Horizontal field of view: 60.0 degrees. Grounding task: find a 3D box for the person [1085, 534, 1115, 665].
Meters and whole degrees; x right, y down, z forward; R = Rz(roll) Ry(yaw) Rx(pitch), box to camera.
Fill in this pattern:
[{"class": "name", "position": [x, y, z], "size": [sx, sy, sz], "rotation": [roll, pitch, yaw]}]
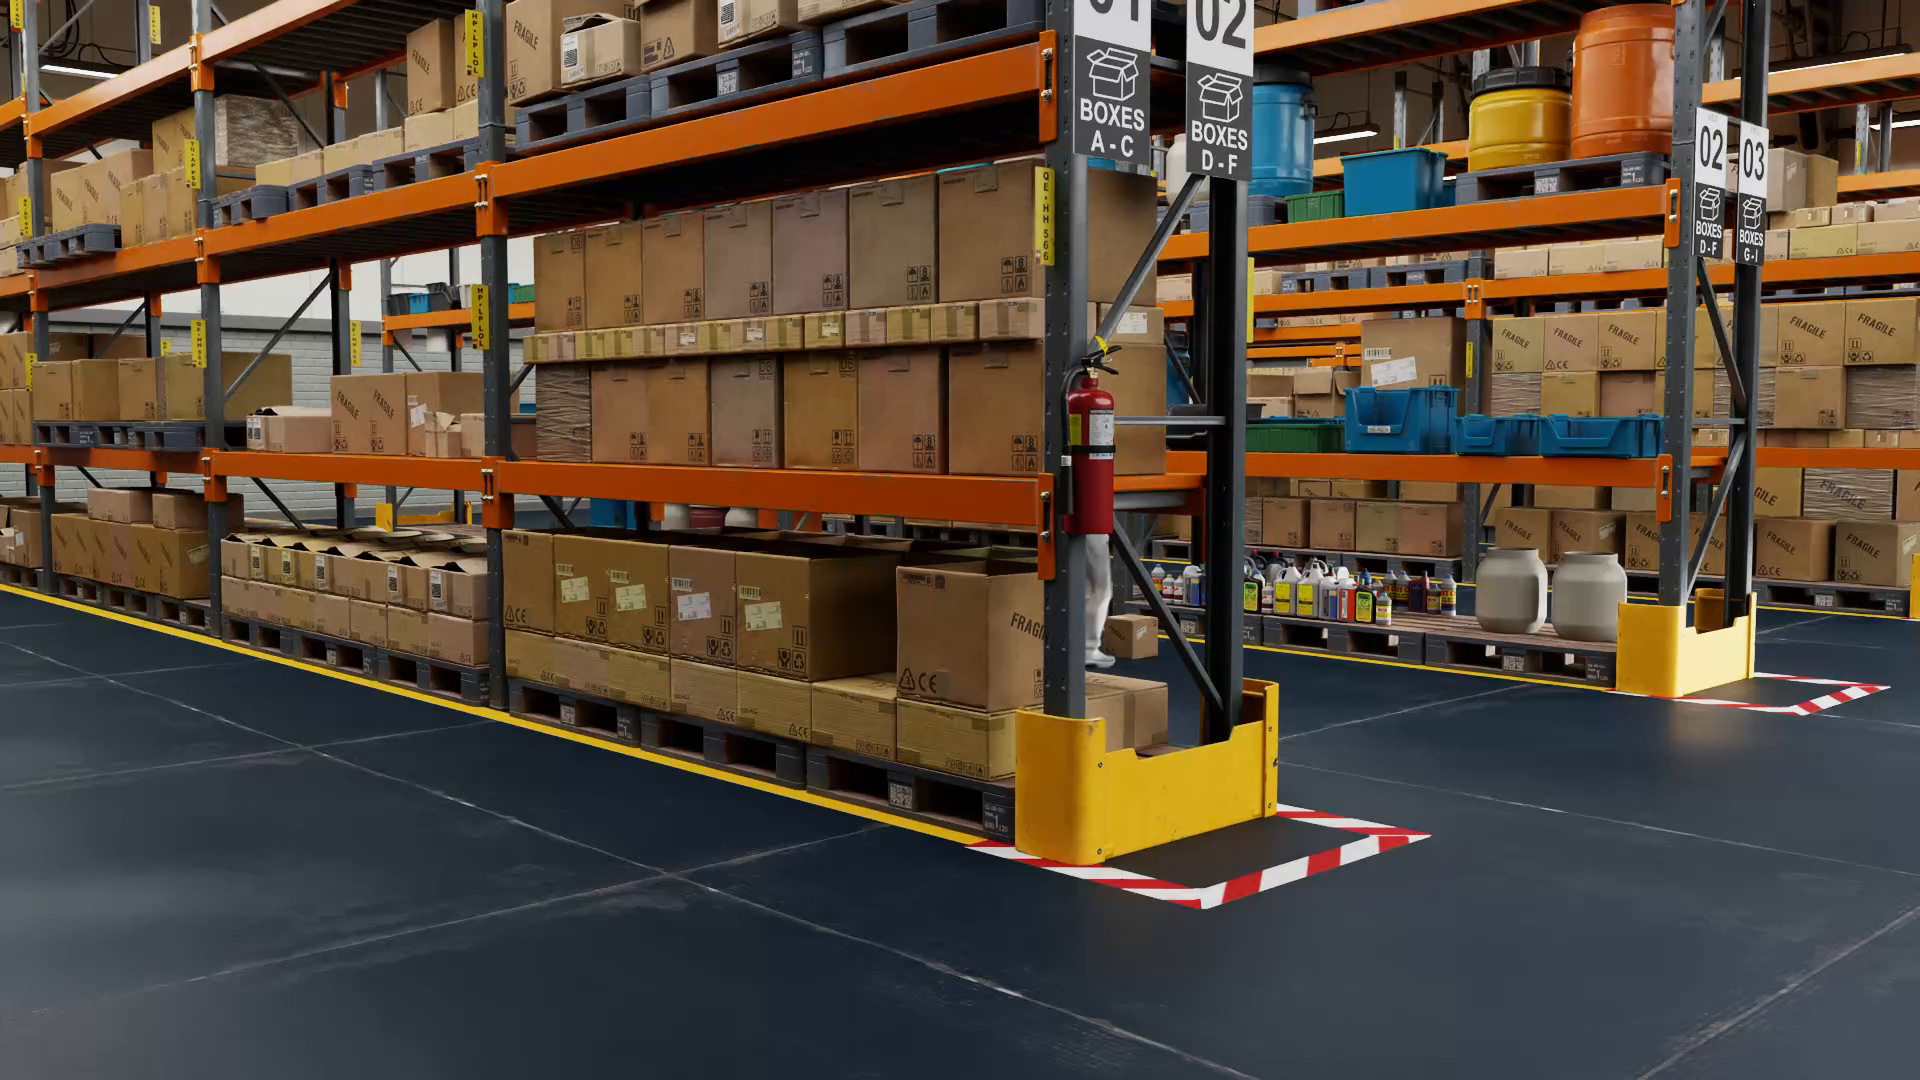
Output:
[{"class": "person", "position": [0.754, -0.048, 10.405], "size": [0.381, 1.652, 0.485], "rotation": [-4, 5, -42]}]
